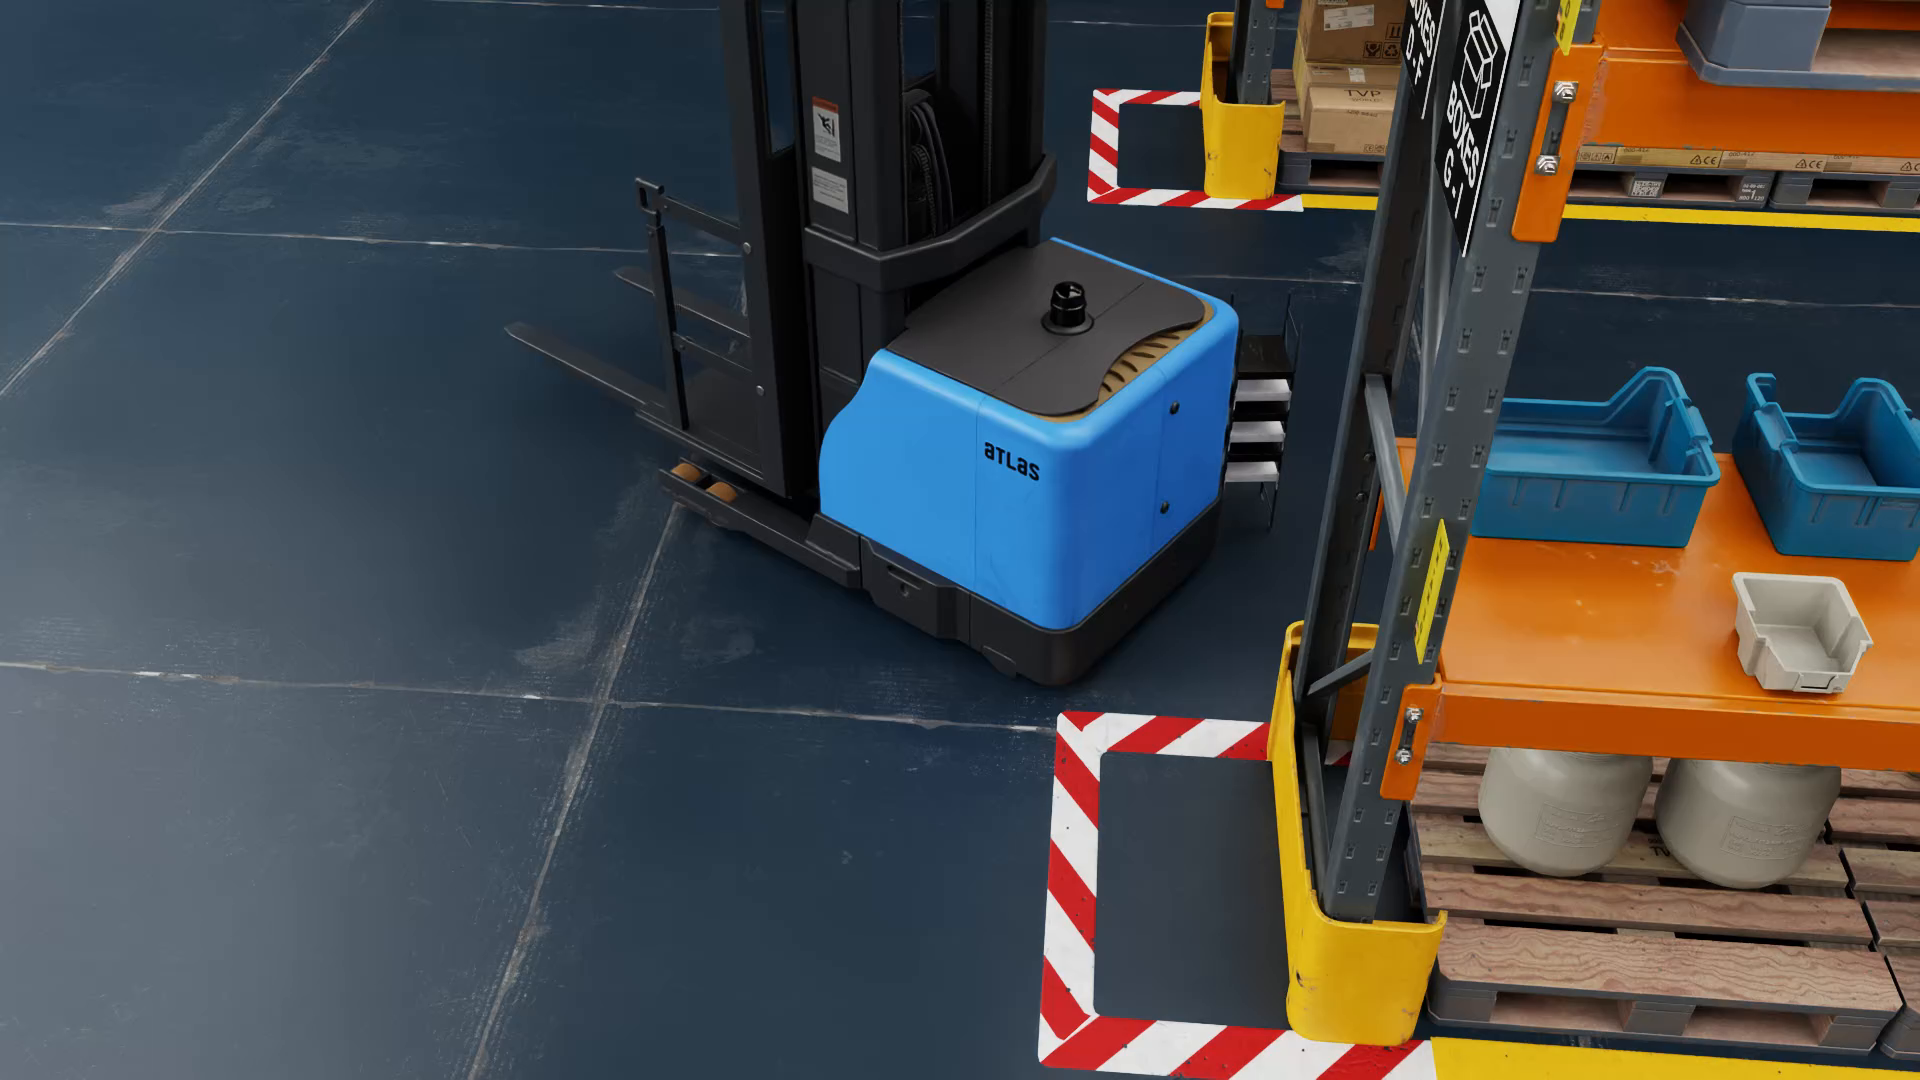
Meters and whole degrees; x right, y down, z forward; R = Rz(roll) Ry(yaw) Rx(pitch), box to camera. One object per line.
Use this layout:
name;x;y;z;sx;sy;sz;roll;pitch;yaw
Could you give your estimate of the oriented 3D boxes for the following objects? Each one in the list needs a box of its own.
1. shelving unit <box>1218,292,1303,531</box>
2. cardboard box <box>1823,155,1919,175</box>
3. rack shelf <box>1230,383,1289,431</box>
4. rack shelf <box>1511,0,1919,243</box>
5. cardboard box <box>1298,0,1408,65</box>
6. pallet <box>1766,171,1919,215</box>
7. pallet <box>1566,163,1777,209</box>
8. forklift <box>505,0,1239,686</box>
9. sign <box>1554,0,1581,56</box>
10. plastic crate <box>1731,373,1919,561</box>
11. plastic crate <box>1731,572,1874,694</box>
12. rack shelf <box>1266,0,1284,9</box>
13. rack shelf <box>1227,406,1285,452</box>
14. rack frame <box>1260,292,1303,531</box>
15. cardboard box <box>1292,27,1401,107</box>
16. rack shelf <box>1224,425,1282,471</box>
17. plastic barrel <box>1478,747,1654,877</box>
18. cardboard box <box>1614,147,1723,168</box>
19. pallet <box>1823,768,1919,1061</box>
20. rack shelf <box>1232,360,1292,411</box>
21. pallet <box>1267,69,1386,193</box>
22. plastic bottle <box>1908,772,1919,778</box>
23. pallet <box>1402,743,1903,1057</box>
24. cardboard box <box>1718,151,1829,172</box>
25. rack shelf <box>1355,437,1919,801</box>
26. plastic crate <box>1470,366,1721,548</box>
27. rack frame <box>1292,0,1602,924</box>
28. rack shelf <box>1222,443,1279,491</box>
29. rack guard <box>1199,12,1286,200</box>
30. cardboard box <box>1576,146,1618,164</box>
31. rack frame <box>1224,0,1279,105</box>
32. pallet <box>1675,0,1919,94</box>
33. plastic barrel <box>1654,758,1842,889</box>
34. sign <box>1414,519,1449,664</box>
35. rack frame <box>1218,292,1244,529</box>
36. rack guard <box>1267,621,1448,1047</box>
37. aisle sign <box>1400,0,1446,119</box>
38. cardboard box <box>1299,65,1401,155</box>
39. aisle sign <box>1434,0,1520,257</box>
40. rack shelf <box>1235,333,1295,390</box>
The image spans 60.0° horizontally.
shelving unit;1.072;-0.457;6.098;0.210;0.900;0.258;-1;39;-1
cardboard box;4.486;-2.041;8.227;0.500;0.250;0.500;3;39;4
rack shelf;1.072;-0.501;6.062;0.200;0.077;0.258;-1;39;-1
rack shelf;3.040;-0.902;3.176;4.000;0.370;1.077;3;39;4
cardboard box;2.039;-2.787;8.549;0.500;0.500;0.500;3;39;4
pallet;4.675;-2.012;8.554;1.213;0.211;1.003;3;39;4
pallet;3.456;-2.077;8.634;1.213;0.211;1.003;3;39;4
forklift;-0.526;-1.422;5.675;3.031;2.935;1.130;27;46;29
sign;0.996;-0.948;2.655;0.005;0.325;0.100;3;39;4
plastic crate;2.219;-0.191;4.226;0.408;0.251;0.499;3;39;4
plastic crate;1.911;0.227;3.804;0.250;0.136;0.298;3;39;4
rack shelf;3.471;-2.854;7.950;4.000;0.370;1.077;3;39;4
rack shelf;1.072;-0.431;6.119;0.200;0.077;0.258;-1;39;-1
rack frame;1.173;-0.458;6.100;0.006;0.900;0.240;-1;39;-1
cardboard box;2.039;-2.495;8.784;0.500;0.250;0.500;3;39;4
rack shelf;1.072;-0.361;6.176;0.200;0.077;0.258;-1;39;-1
plastic barrel;1.710;0.663;4.697;0.421;0.512;0.421;0;39;0
cardboard box;3.488;-2.086;8.282;0.500;0.250;0.500;3;39;4
pallet;3.148;1.045;4.799;1.213;0.211;1.003;3;39;4
rack shelf;1.072;-0.570;6.006;0.200;0.077;0.258;-1;39;-1
pallet;2.244;-2.145;8.718;1.213;0.211;1.003;3;39;4
plastic bottle;2.915;0.612;4.990;0.097;0.201;0.097;0;39;0
pallet;1.936;0.977;4.882;1.213;0.211;1.003;3;39;4
cardboard box;3.986;-2.059;8.249;0.500;0.250;0.500;3;39;4
rack shelf;3.040;0.261;4.123;4.000;0.370;1.077;3;39;4
plastic crate;1.572;-0.230;4.274;0.616;0.251;0.499;3;39;4
rack frame;1.048;-0.126;4.029;0.127;3.000;1.000;3;39;4
rack shelf;1.072;-0.291;6.233;0.200;0.077;0.258;-1;39;-1
rack guard;1.455;-2.273;8.647;0.348;0.500;1.175;3;39;4
cardboard box;2.990;-2.116;8.320;0.500;0.250;0.500;3;39;4
rack frame;1.479;-3.242;7.856;0.127;3.000;1.000;3;39;4
pallet;1.863;-1.110;3.011;1.213;0.211;1.003;3;39;4
plastic barrel;2.209;0.691;4.664;0.421;0.512;0.421;0;39;0
sign;0.996;0.112;3.517;0.005;0.325;0.100;3;39;4
rack frame;0.970;-0.455;6.096;0.006;0.900;0.240;-1;39;-1
rack guard;1.127;0.818;4.850;0.348;0.500;1.175;3;39;4
aisle sign;1.002;-1.325;3.443;0.004;0.787;0.394;3;39;4
cardboard box;1.994;-2.169;8.384;0.500;0.250;0.500;3;39;4
aisle sign;0.951;-0.954;2.987;0.004;0.787;0.394;3;39;4
rack shelf;1.072;-0.640;5.949;0.200;0.077;0.258;-1;39;-1
